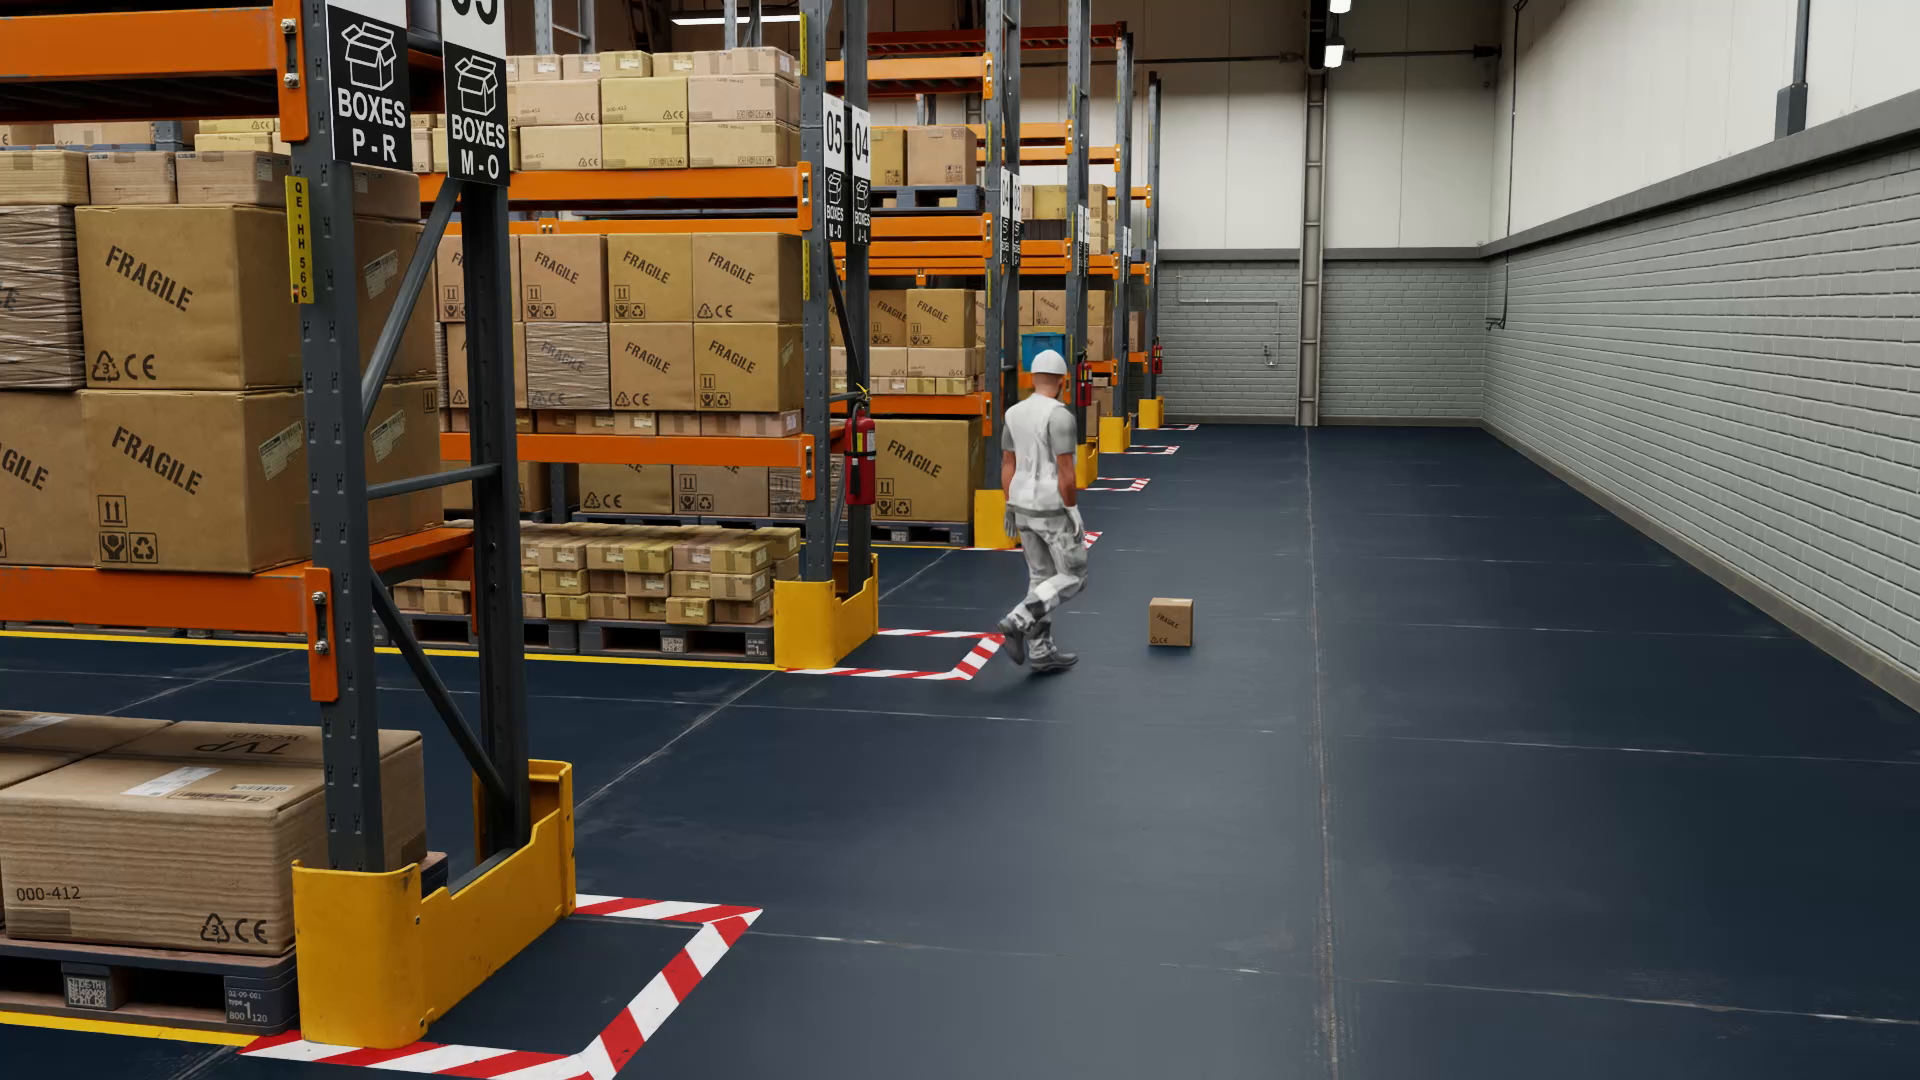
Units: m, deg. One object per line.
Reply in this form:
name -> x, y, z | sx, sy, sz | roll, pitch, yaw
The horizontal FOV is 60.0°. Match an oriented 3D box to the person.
person -> 0.417, -0.154, 9.179 | 0.596, 1.779, 0.562 | -5, 9, -34
